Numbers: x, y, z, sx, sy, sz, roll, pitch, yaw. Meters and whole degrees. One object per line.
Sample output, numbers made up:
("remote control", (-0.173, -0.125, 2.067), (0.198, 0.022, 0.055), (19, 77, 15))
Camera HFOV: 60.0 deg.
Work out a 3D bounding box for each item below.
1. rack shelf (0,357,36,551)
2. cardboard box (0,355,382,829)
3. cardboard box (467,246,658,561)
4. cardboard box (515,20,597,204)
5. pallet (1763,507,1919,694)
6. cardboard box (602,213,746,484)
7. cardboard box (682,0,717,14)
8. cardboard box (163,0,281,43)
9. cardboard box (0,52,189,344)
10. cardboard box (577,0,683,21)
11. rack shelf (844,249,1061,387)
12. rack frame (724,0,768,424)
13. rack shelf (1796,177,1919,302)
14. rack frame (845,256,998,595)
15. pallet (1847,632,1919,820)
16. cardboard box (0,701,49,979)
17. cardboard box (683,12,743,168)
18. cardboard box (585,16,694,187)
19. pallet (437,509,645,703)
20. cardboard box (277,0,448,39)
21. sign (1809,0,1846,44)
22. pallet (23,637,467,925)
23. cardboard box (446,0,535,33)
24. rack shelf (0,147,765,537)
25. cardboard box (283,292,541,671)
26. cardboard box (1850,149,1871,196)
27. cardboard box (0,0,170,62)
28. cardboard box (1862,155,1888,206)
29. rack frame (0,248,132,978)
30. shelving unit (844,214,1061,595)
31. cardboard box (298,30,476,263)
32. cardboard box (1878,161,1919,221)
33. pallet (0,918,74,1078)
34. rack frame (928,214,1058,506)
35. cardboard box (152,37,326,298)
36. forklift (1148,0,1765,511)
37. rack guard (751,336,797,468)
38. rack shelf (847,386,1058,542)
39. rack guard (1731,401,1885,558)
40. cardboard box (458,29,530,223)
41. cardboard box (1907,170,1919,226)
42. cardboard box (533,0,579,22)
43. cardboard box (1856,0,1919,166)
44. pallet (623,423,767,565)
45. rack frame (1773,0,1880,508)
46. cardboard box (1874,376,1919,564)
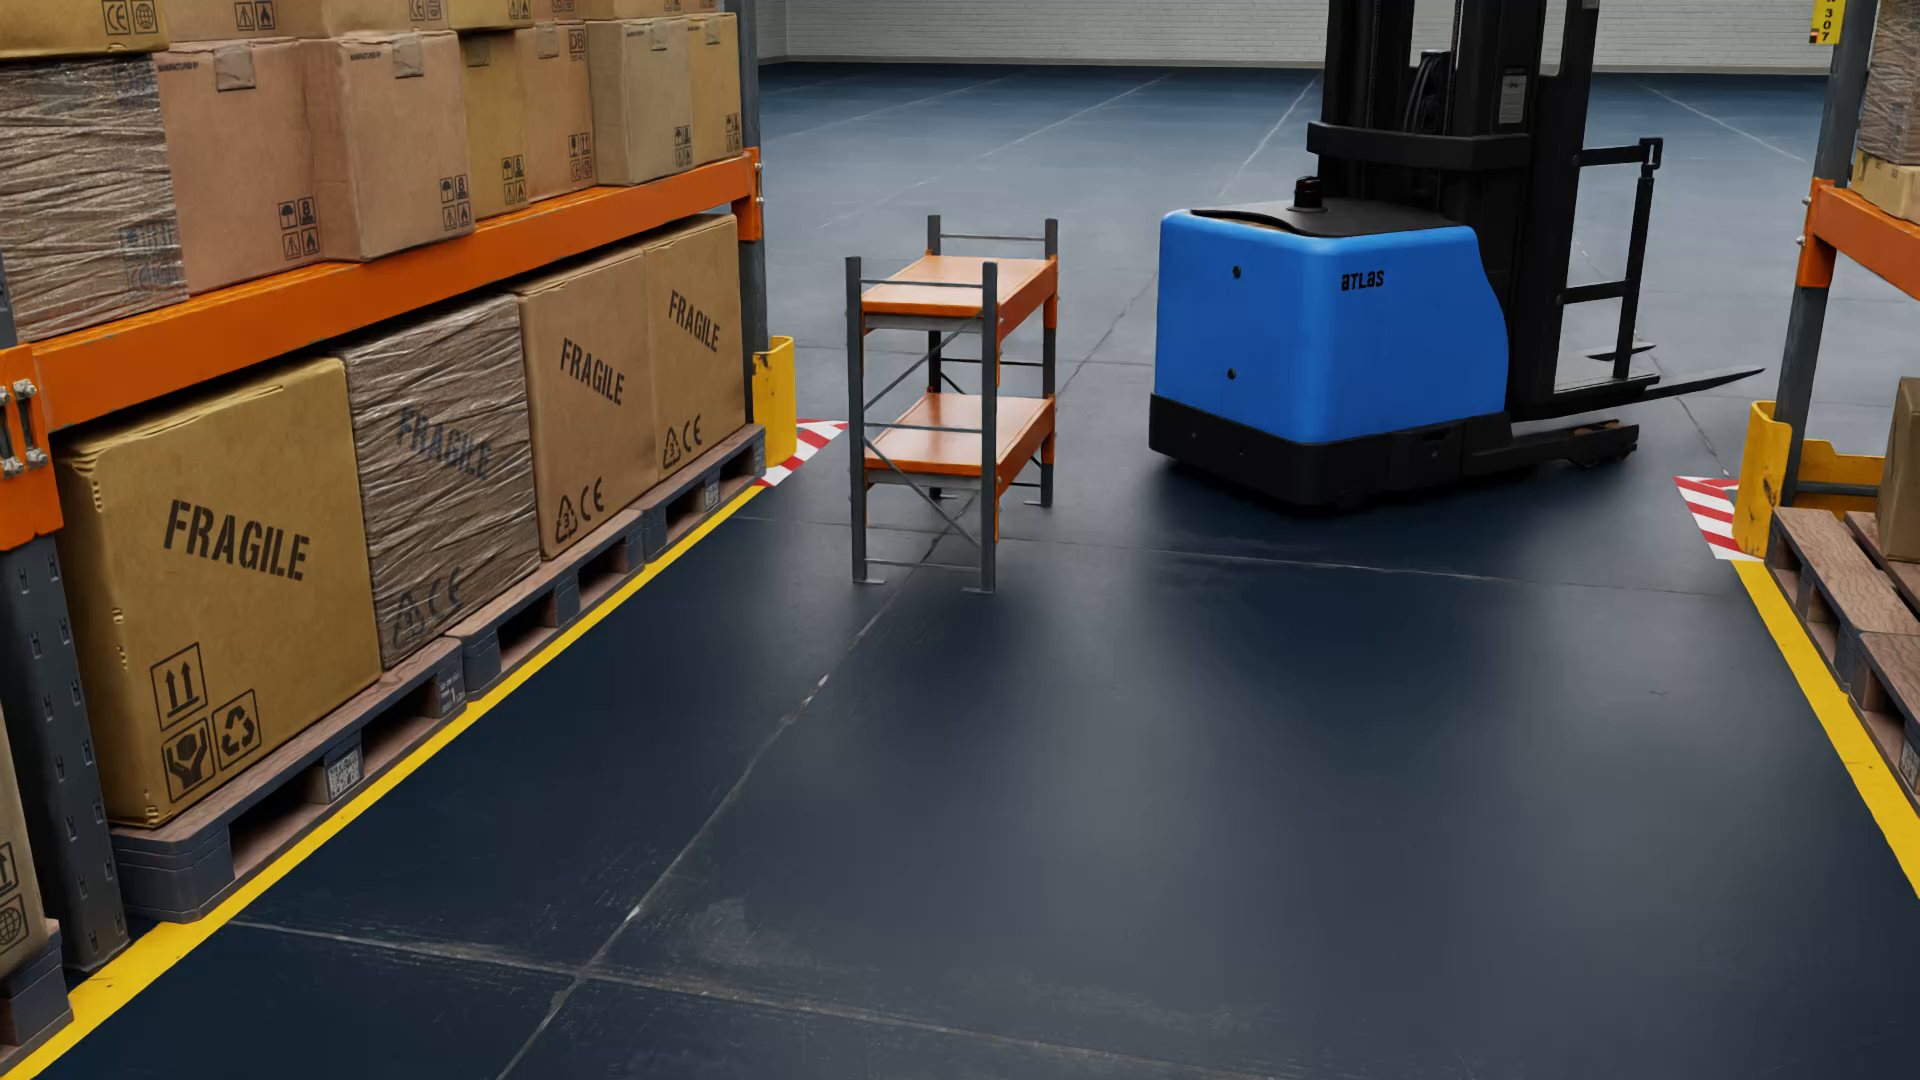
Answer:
("rack shelf", (-2.786, 0.408, 1.464), (1.077, 0.370, 4.000), (5, 19, 13))
("cardboard box", (-2.075, 0.056, 4.020), (0.875, 0.875, 0.875), (5, 19, 14))
("cardboard box", (-1.634, -0.512, 5.684), (0.875, 0.875, 0.875), (4, 19, 13))
("cardboard box", (-1.738, -1.424, 5.484), (0.875, 0.550, 0.550), (5, 19, 13))
("pallet", (3.214, 0.206, 5.258), (1.003, 0.211, 1.213), (5, 19, 13))
("cardboard box", (-1.421, -0.788, 6.492), (0.875, 0.875, 0.875), (5, 19, 14))
("cardboard box", (-1.448, -2.281, 6.323), (0.875, 0.550, 0.550), (5, 19, 13))
("cardboard box", (-2.152, -1.435, 3.847), (0.875, 0.550, 0.550), (5, 19, 13))
("cardboard box", (-2.218, -0.746, 3.500), (0.875, 0.550, 0.550), (5, 19, 13))
("cardboard box", (-1.493, -2.102, 5.797), (0.875, 0.550, 0.550), (5, 19, 13))
("rack shelf", (-0.002, -0.807, 5.905), (0.538, 0.278, 1.000), (5, 19, 13))
("rack frame", (-1.320, -1.813, 6.854), (1.000, 3.000, 0.127), (5, 19, 13))
("rack shelf", (2.977, -0.422, 3.895), (1.077, 0.370, 4.000), (5, 19, 13))
("rack frame", (-0.126, -0.371, 5.533), (0.500, 1.125, 0.032), (5, 19, 13))
("pallet", (2.914, 0.587, 4.142), (1.003, 0.211, 1.213), (5, 19, 13))
("cardboard box", (-2.361, 0.509, 2.888), (1.050, 0.750, 0.750), (5, 19, 13))
("cardboard box", (-1.366, -1.764, 6.479), (0.875, 0.550, 0.550), (5, 19, 13))
("cardboard box", (-1.480, -1.590, 5.969), (0.875, 0.550, 0.550), (5, 19, 13))
("pallet", (-1.739, 0.145, 5.437), (1.003, 0.211, 1.213), (5, 19, 13))
("cardboard box", (-1.887, -1.594, 4.310), (0.875, 0.550, 0.550), (5, 19, 13))
("sign", (2.939, -1.842, 5.600), (0.100, 0.325, 0.005), (5, 19, 13))
("pallet", (-2.035, 0.529, 4.314), (1.003, 0.211, 1.213), (5, 19, 13))
("cardboard box", (-1.765, -1.761, 4.798), (0.875, 0.550, 0.500), (5, 19, 13))
("rack shelf", (-1.808, -0.845, 5.135), (1.077, 0.370, 4.000), (5, 19, 13))
("cardboard box", (-1.859, -0.227, 4.848), (0.875, 0.875, 0.875), (5, 19, 14))
("cardboard box", (3.165, -1.200, 5.448), (0.380, 0.149, 0.250), (5, 19, 13))
("cardboard box", (-2.173, -1.254, 3.315), (0.875, 0.550, 0.550), (5, 19, 13))
("cardboard box", (3.085, -1.123, 5.223), (0.380, 0.149, 0.250), (5, 19, 13))
("rack frame", (-2.297, -0.559, 3.183), (1.000, 3.000, 0.127), (5, 19, 13))
("shelving unit", (-0.002, -0.530, 6.000), (0.538, 1.125, 1.048), (5, 19, 13))
("cardboard box", (-1.860, -1.081, 4.478), (0.875, 0.550, 0.550), (5, 19, 13))
("cardboard box", (3.009, -1.046, 4.997), (0.380, 0.149, 0.250), (5, 19, 13))
("pallet", (-2.412, 1.008, 2.908), (1.003, 0.211, 1.213), (5, 19, 13))
("rack frame", (0.123, -0.690, 6.466), (0.500, 1.125, 0.032), (5, 19, 13))
("cardboard box", (-2.106, -0.921, 4.010), (0.875, 0.550, 0.550), (5, 19, 13))
("forklift", (2.341, -1.833, 7.018), (3.031, 2.935, 1.130), (-11, 22, -29))
("rack guard", (-1.314, -0.637, 7.280), (1.175, 0.500, 0.348), (5, 19, 13))
("rack shelf", (-0.002, -0.299, 6.079), (0.538, 0.278, 1.000), (5, 19, 13))
("rack guard", (3.447, -0.183, 5.948), (1.175, 0.500, 0.348), (5, 19, 13))
("cardboard box", (-1.828, -1.255, 4.988), (0.875, 0.550, 0.500), (5, 19, 13))
("cardboard box", (2.968, -0.966, 4.763), (0.380, 0.149, 0.250), (5, 19, 13))
("cardboard box", (-1.761, -1.937, 5.315), (0.875, 0.550, 0.550), (5, 19, 13))
("cardboard box", (3.304, -1.407, 5.052), (0.875, 0.500, 0.500), (5, 19, 13))
("pallet", (-1.439, -0.236, 6.553), (1.003, 0.211, 1.213), (5, 19, 13))
("rack frame", (3.465, -1.389, 5.614), (1.000, 3.000, 0.127), (5, 19, 13))
("cardboard box", (3.297, -0.211, 5.381), (0.500, 0.500, 0.500), (9, 21, 23))
